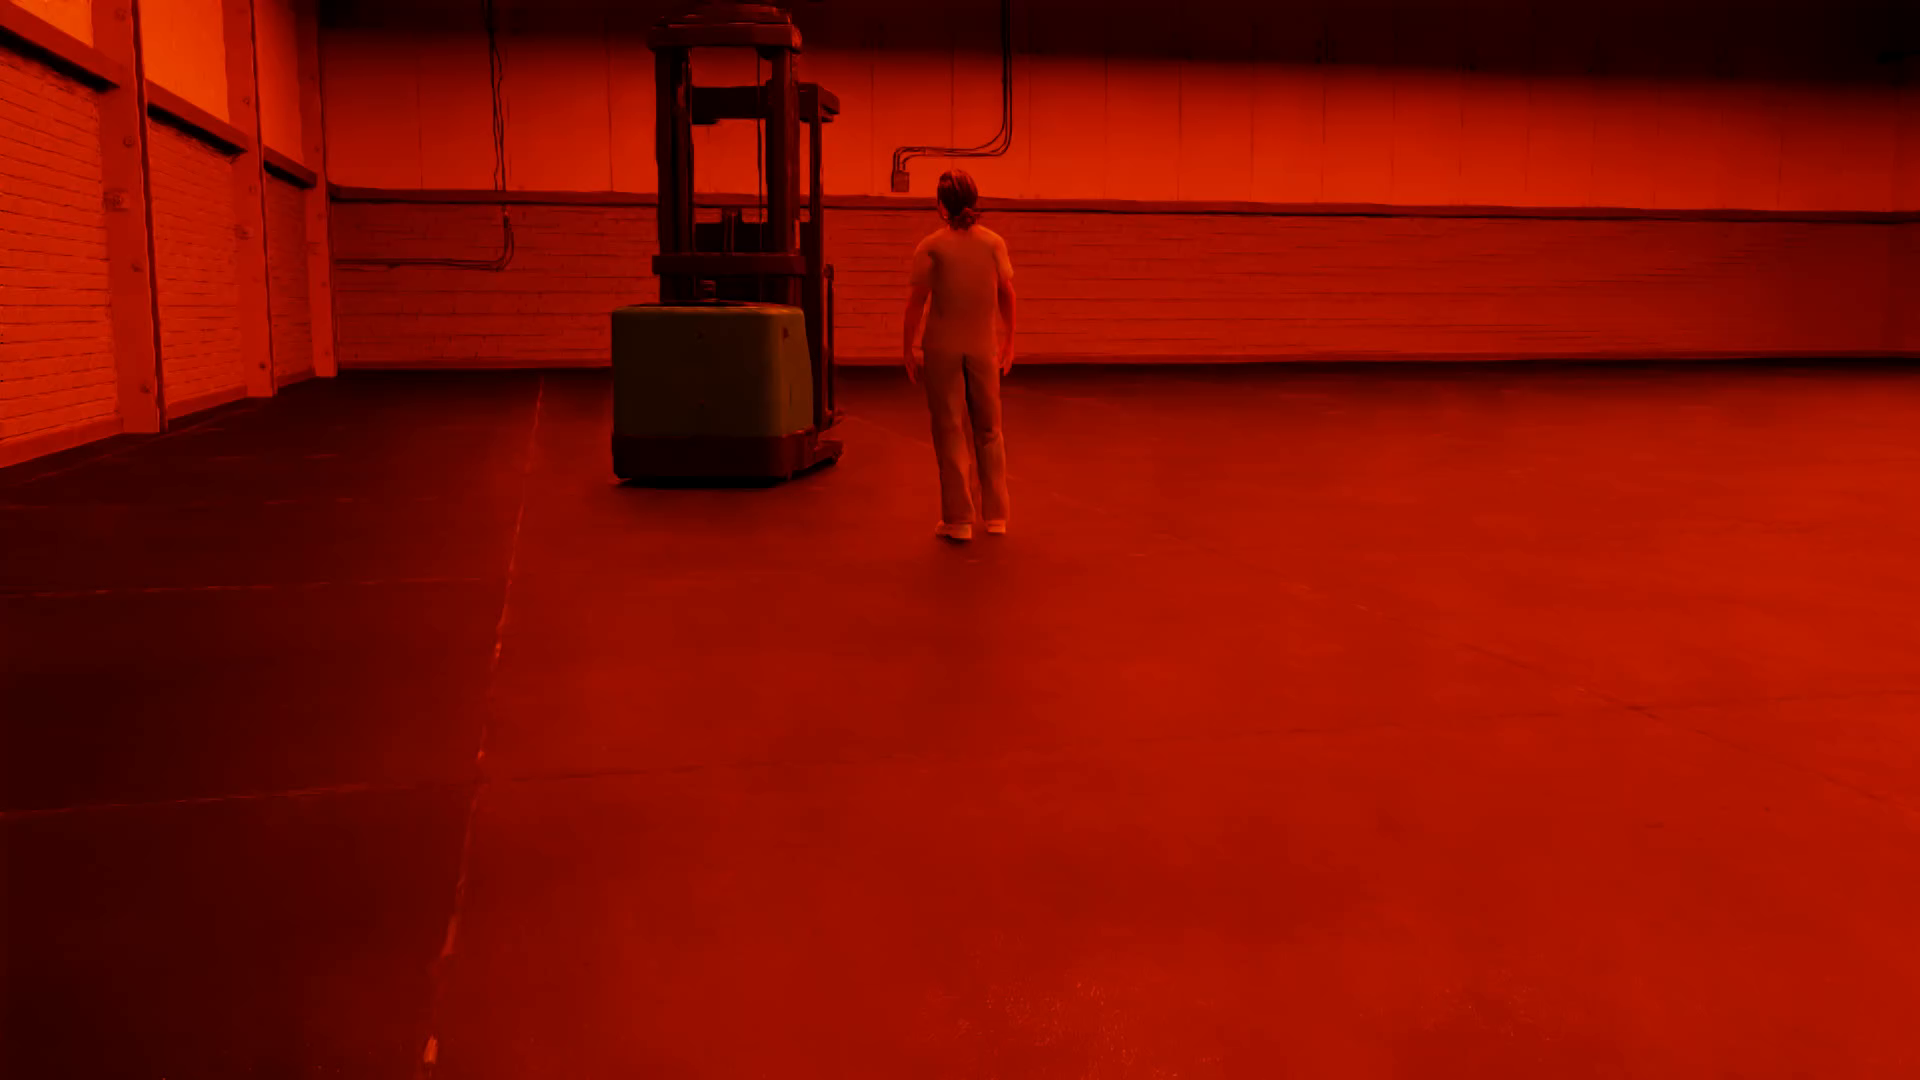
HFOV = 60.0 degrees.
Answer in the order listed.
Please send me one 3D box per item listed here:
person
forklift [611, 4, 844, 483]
[{"bbox_3d":[-0.004,-0.847,7.664,0.550,1.674,0.548,-2,8,-13],"label":"person"},{"bbox_3d":[-1.412,-1.967,11.184,1.130,2.935,3.031,1,8,6],"label":"forklift"}]
